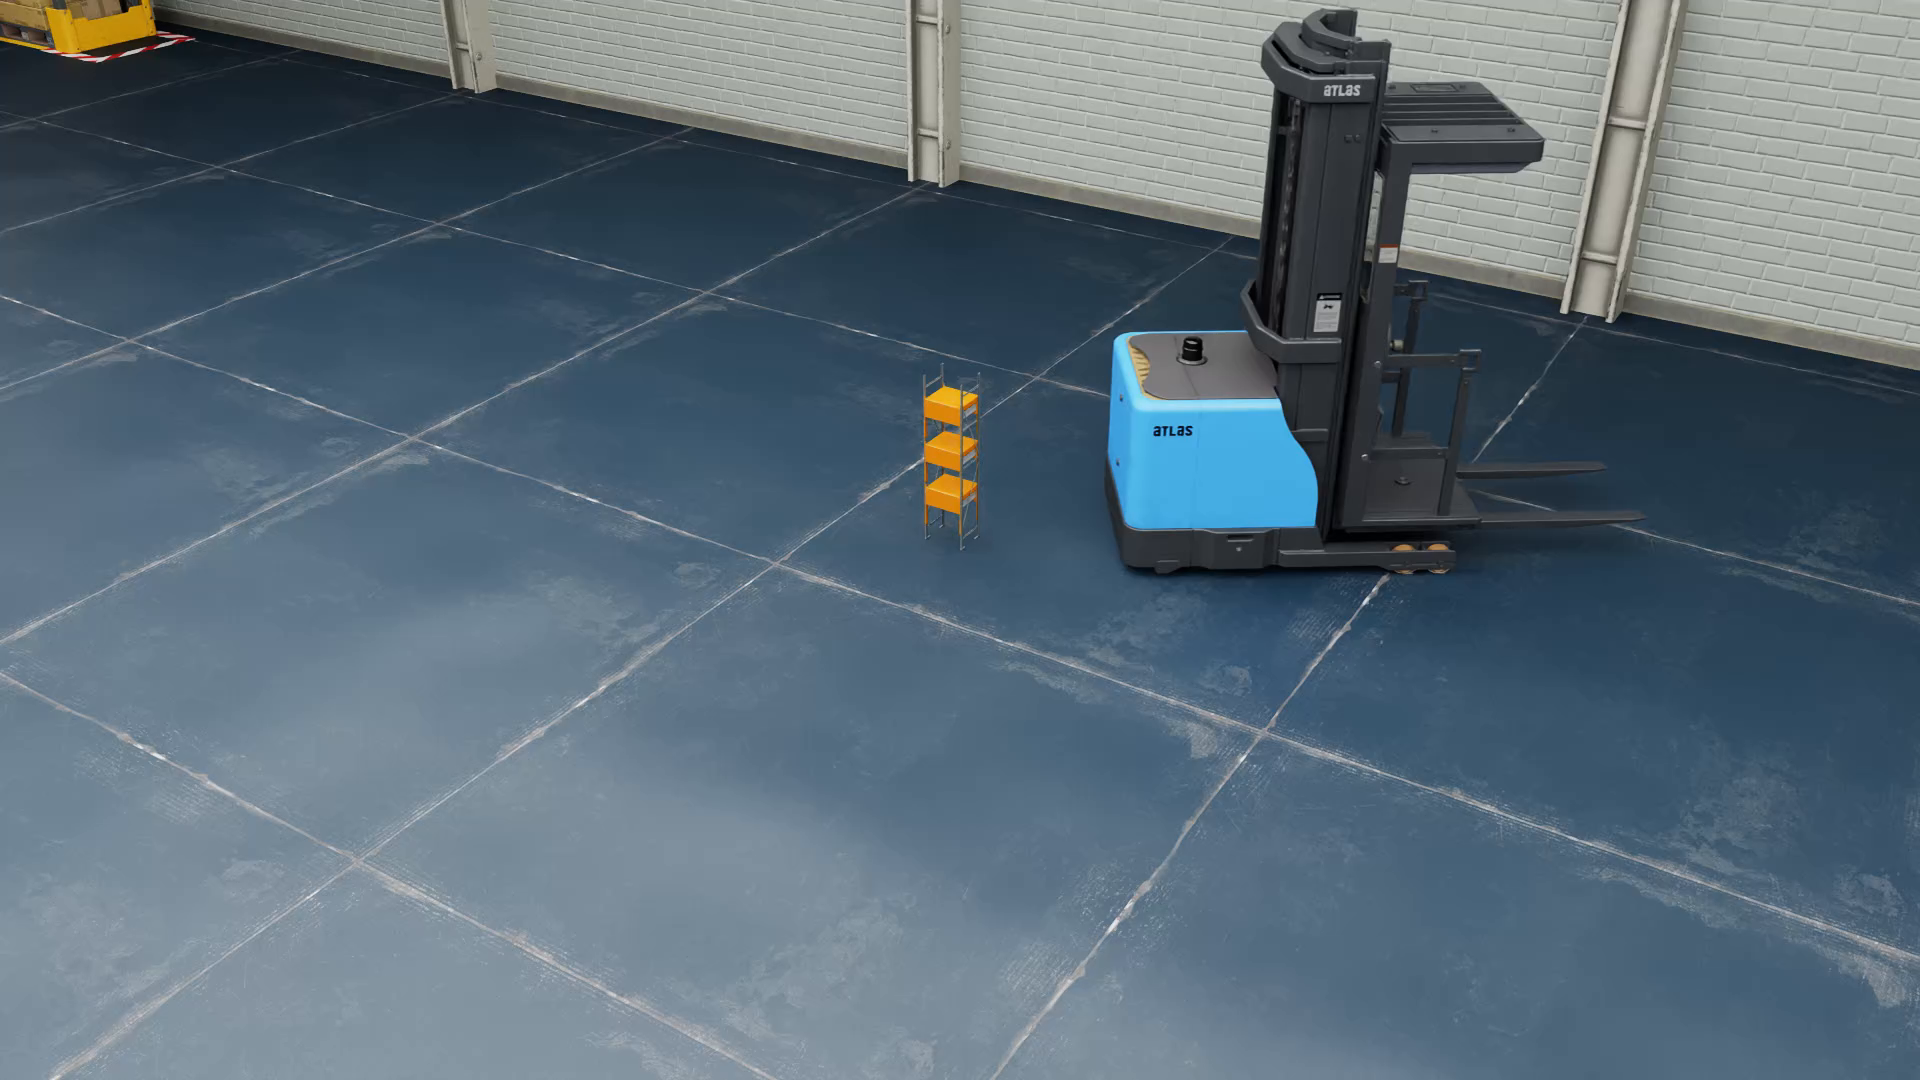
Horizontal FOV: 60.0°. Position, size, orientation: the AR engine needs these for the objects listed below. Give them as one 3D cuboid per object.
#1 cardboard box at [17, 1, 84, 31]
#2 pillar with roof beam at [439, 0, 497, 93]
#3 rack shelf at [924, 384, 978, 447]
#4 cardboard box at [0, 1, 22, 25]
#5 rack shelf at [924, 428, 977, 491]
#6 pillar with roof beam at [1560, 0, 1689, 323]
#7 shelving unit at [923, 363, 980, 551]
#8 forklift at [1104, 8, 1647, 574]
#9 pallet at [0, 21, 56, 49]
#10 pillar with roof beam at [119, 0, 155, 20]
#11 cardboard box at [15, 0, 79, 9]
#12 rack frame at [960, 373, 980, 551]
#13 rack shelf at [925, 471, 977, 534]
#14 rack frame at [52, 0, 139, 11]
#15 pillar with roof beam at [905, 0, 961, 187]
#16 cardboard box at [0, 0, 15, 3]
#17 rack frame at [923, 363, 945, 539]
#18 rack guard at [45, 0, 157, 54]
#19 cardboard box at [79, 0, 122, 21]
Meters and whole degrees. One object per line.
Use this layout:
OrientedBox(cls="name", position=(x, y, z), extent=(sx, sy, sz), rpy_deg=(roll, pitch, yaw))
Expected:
OrientedBox(cls="cardboard box", position=(-10.857, -6.288, 19.863), extent=(0.500, 0.250, 0.500), rpy_deg=(18, 35, 28))
OrientedBox(cls="pillar with roof beam", position=(-7.609, -7.021, 12.854), extent=(0.400, 9.000, 9.100), rpy_deg=(18, 35, 27))
OrientedBox(cls="rack shelf", position=(-0.045, -0.704, 9.372), extent=(0.240, 0.259, 0.215), rpy_deg=(18, 35, 27))
OrientedBox(cls="cardboard box", position=(-11.273, -6.425, 20.098), extent=(0.500, 0.250, 0.500), rpy_deg=(18, 35, 27))
OrientedBox(cls="rack shelf", position=(-0.045, -0.459, 9.515), extent=(0.240, 0.259, 0.215), rpy_deg=(18, 35, 27))
OrientedBox(cls="pillar with roof beam", position=(2.555, -3.806, 7.344), extent=(0.400, 9.000, 9.100), rpy_deg=(18, 35, 27))
OrientedBox(cls="shelving unit", position=(-0.045, -0.468, 9.510), extent=(0.252, 1.050, 0.215), rpy_deg=(18, 35, 27))
OrientedBox(cls="forklift", position=(2.410, -1.339, 9.137), extent=(3.031, 2.935, 1.130), rpy_deg=(-1, 30, -2))
OrientedBox(cls="pallet", position=(-10.961, -6.285, 20.314), extent=(1.213, 0.211, 1.003), rpy_deg=(18, 35, 27))
OrientedBox(cls="pillar with roof beam", position=(-12.691, -8.628, 15.609), extent=(0.400, 9.000, 9.100), rpy_deg=(18, 35, 27))
OrientedBox(cls="cardboard box", position=(-10.870, -6.510, 19.747), extent=(0.500, 0.250, 0.500), rpy_deg=(17, 34, 27))
OrientedBox(cls="rack frame", position=(0.058, -0.435, 9.454), extent=(0.008, 1.050, 0.200), rpy_deg=(18, 35, 27))
OrientedBox(cls="rack shelf", position=(-0.045, -0.219, 9.655), extent=(0.240, 0.259, 0.215), rpy_deg=(18, 35, 27))
OrientedBox(cls="rack frame", position=(-10.291, -7.303, 19.291), extent=(0.127, 3.000, 1.000), rpy_deg=(18, 35, 27))
OrientedBox(cls="pillar with roof beam", position=(-2.527, -5.413, 10.099), extent=(0.400, 9.000, 9.100), rpy_deg=(18, 35, 27))
OrientedBox(cls="cardboard box", position=(-11.289, -6.648, 19.985), extent=(0.500, 0.250, 0.500), rpy_deg=(17, 34, 27))
OrientedBox(cls="rack frame", position=(-0.149, -0.500, 9.566), extent=(0.008, 1.050, 0.200), rpy_deg=(18, 35, 27))
OrientedBox(cls="rack guard", position=(-10.271, -6.217, 19.910), extent=(0.348, 0.500, 1.175), rpy_deg=(18, 35, 27))
OrientedBox(cls="cardboard box", position=(-10.603, -6.512, 20.247), extent=(0.500, 0.250, 0.500), rpy_deg=(18, 35, 28))
